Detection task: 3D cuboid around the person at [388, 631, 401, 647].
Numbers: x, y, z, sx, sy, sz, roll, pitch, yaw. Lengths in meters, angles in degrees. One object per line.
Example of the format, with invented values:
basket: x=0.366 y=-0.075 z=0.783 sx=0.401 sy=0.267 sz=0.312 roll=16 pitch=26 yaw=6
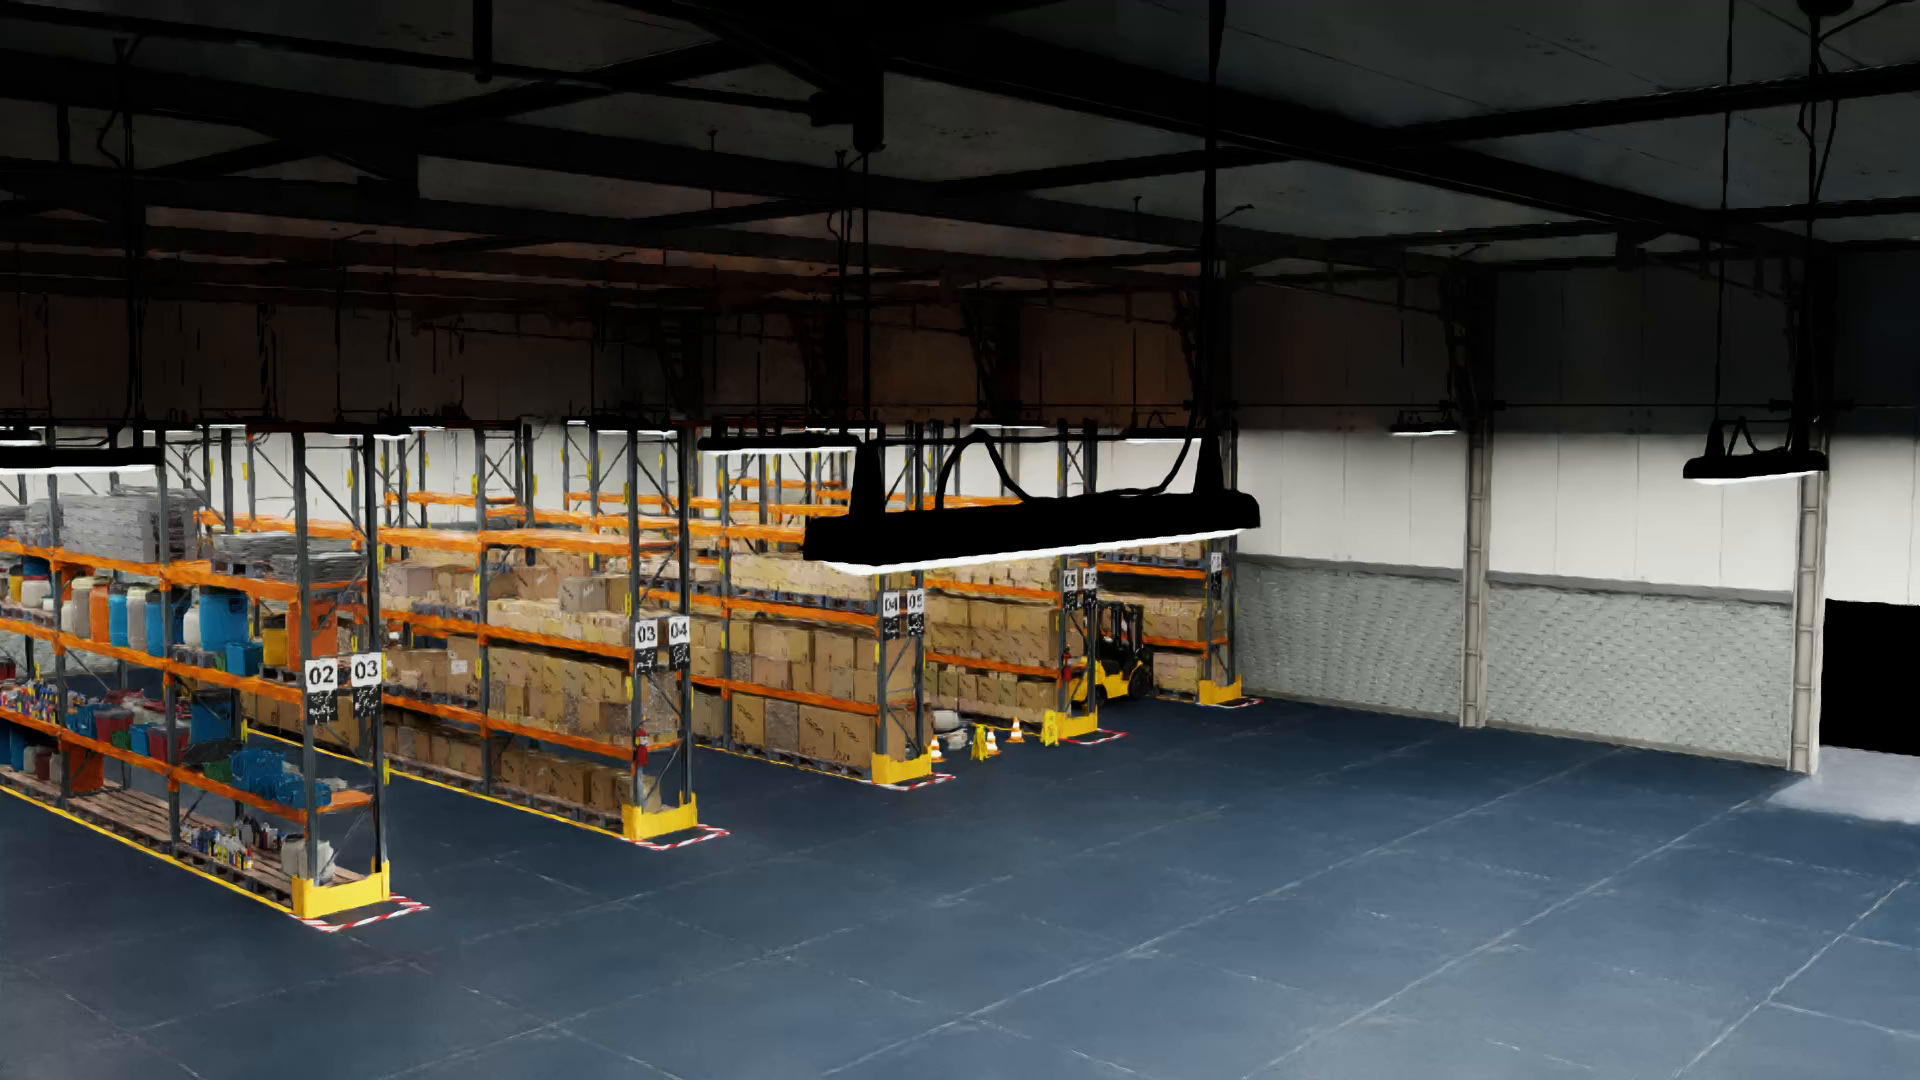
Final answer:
person: x=-11.320 y=2.715 z=33.162 sx=0.498 sy=1.784 sz=0.614 roll=-2 pitch=5 yaw=-19
